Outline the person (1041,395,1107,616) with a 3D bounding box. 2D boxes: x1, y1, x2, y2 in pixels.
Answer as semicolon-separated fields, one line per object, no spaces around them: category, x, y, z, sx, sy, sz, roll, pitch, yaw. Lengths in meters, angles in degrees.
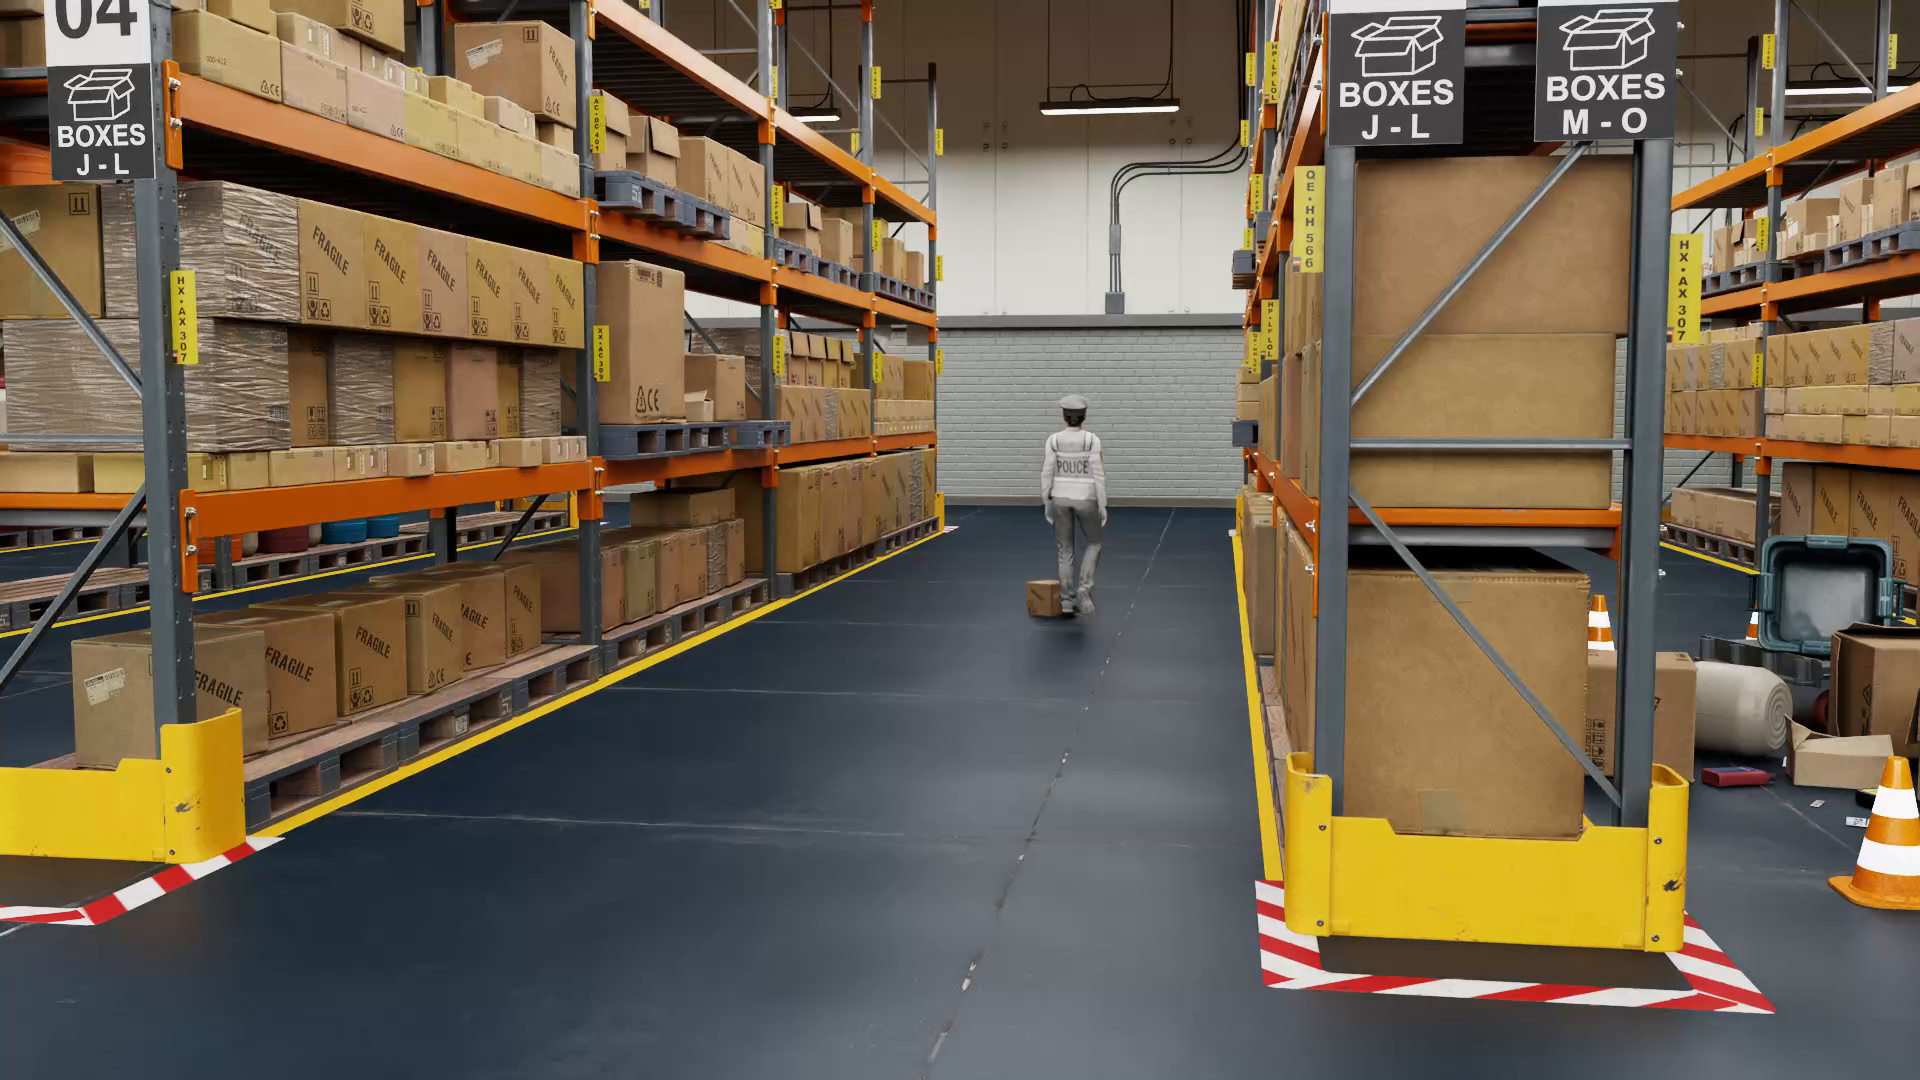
person;0.888;-0.263;12.850;0.523;1.716;0.446;1;5;10
